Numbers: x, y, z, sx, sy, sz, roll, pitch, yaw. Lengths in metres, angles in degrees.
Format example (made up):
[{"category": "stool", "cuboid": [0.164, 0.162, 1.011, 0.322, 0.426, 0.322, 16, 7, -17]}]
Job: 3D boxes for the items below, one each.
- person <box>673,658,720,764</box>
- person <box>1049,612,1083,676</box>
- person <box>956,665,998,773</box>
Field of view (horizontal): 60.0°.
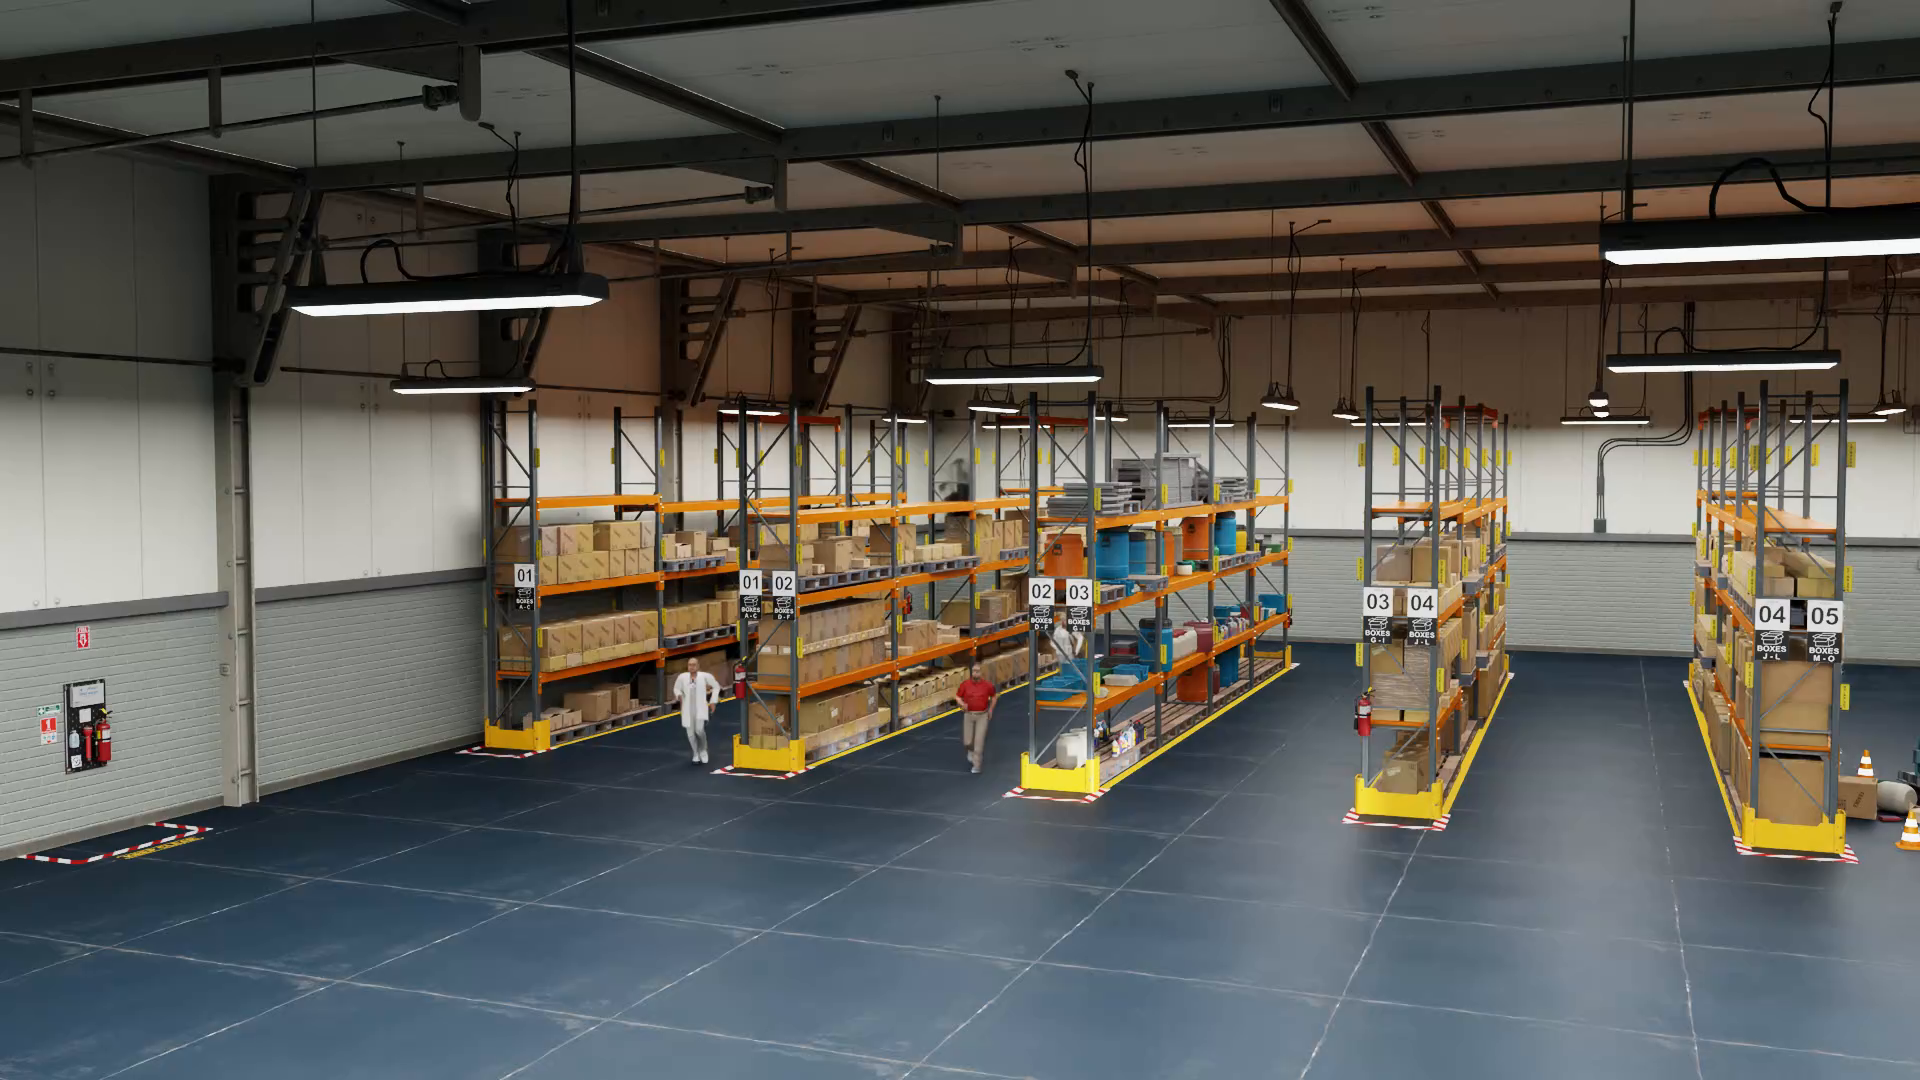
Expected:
[{"category": "person", "cuboid": [-4.321, 2.786, 27.119, 0.731, 1.733, 0.773, 0, 3, 4]}, {"category": "person", "cuboid": [2.054, 2.298, 32.499, 0.616, 1.774, 0.670, 1, 3, 19]}, {"category": "person", "cuboid": [0.264, 2.839, 26.648, 0.668, 1.691, 0.741, 0, 3, 5]}]
